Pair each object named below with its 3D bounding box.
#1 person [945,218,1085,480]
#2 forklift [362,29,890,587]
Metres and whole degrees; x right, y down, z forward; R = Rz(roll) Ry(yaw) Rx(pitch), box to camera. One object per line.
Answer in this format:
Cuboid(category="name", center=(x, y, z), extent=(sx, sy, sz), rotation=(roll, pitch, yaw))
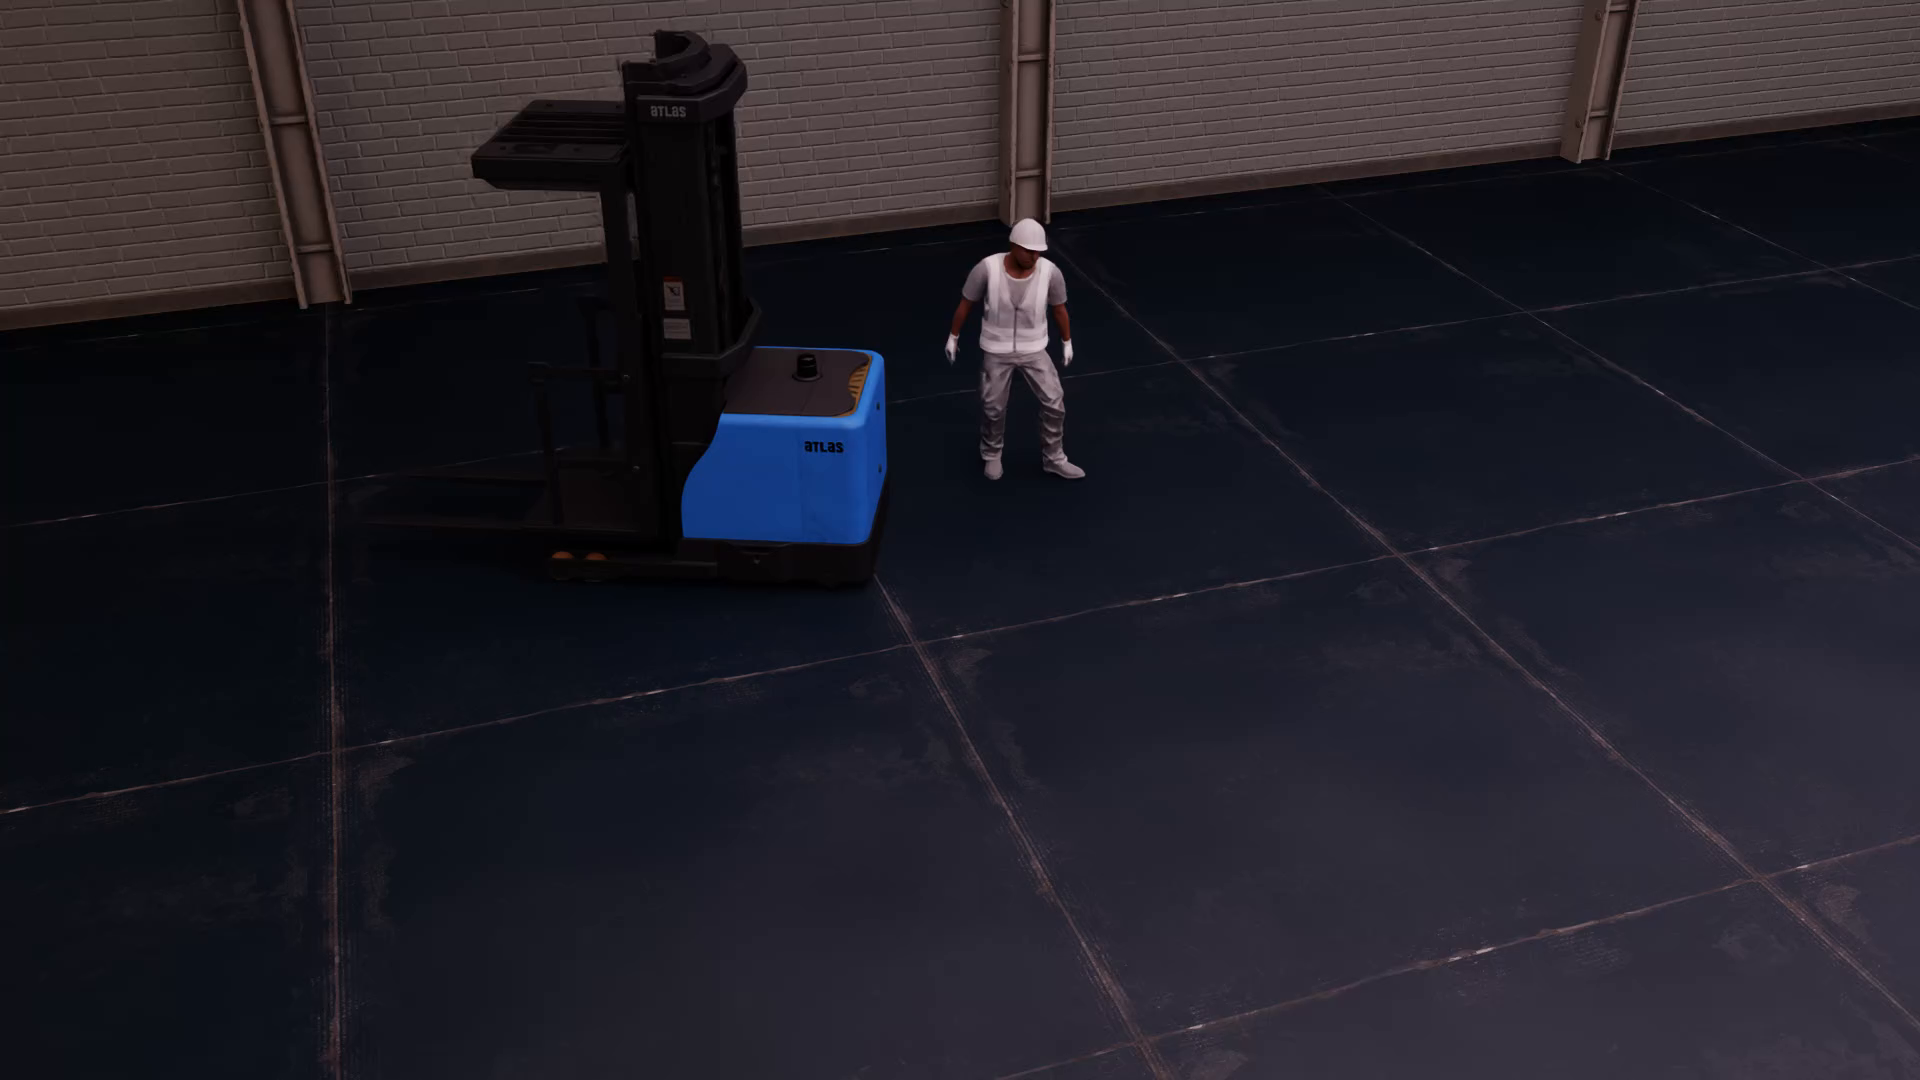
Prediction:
Cuboid(category="person", center=(0.354, -1.176, 10.342), extent=(0.894, 1.746, 0.454), rotation=(-1, 30, -2))
Cuboid(category="forklift", center=(-1.978, -1.287, 9.324), extent=(3.031, 2.935, 1.130), rotation=(2, 30, 4))
